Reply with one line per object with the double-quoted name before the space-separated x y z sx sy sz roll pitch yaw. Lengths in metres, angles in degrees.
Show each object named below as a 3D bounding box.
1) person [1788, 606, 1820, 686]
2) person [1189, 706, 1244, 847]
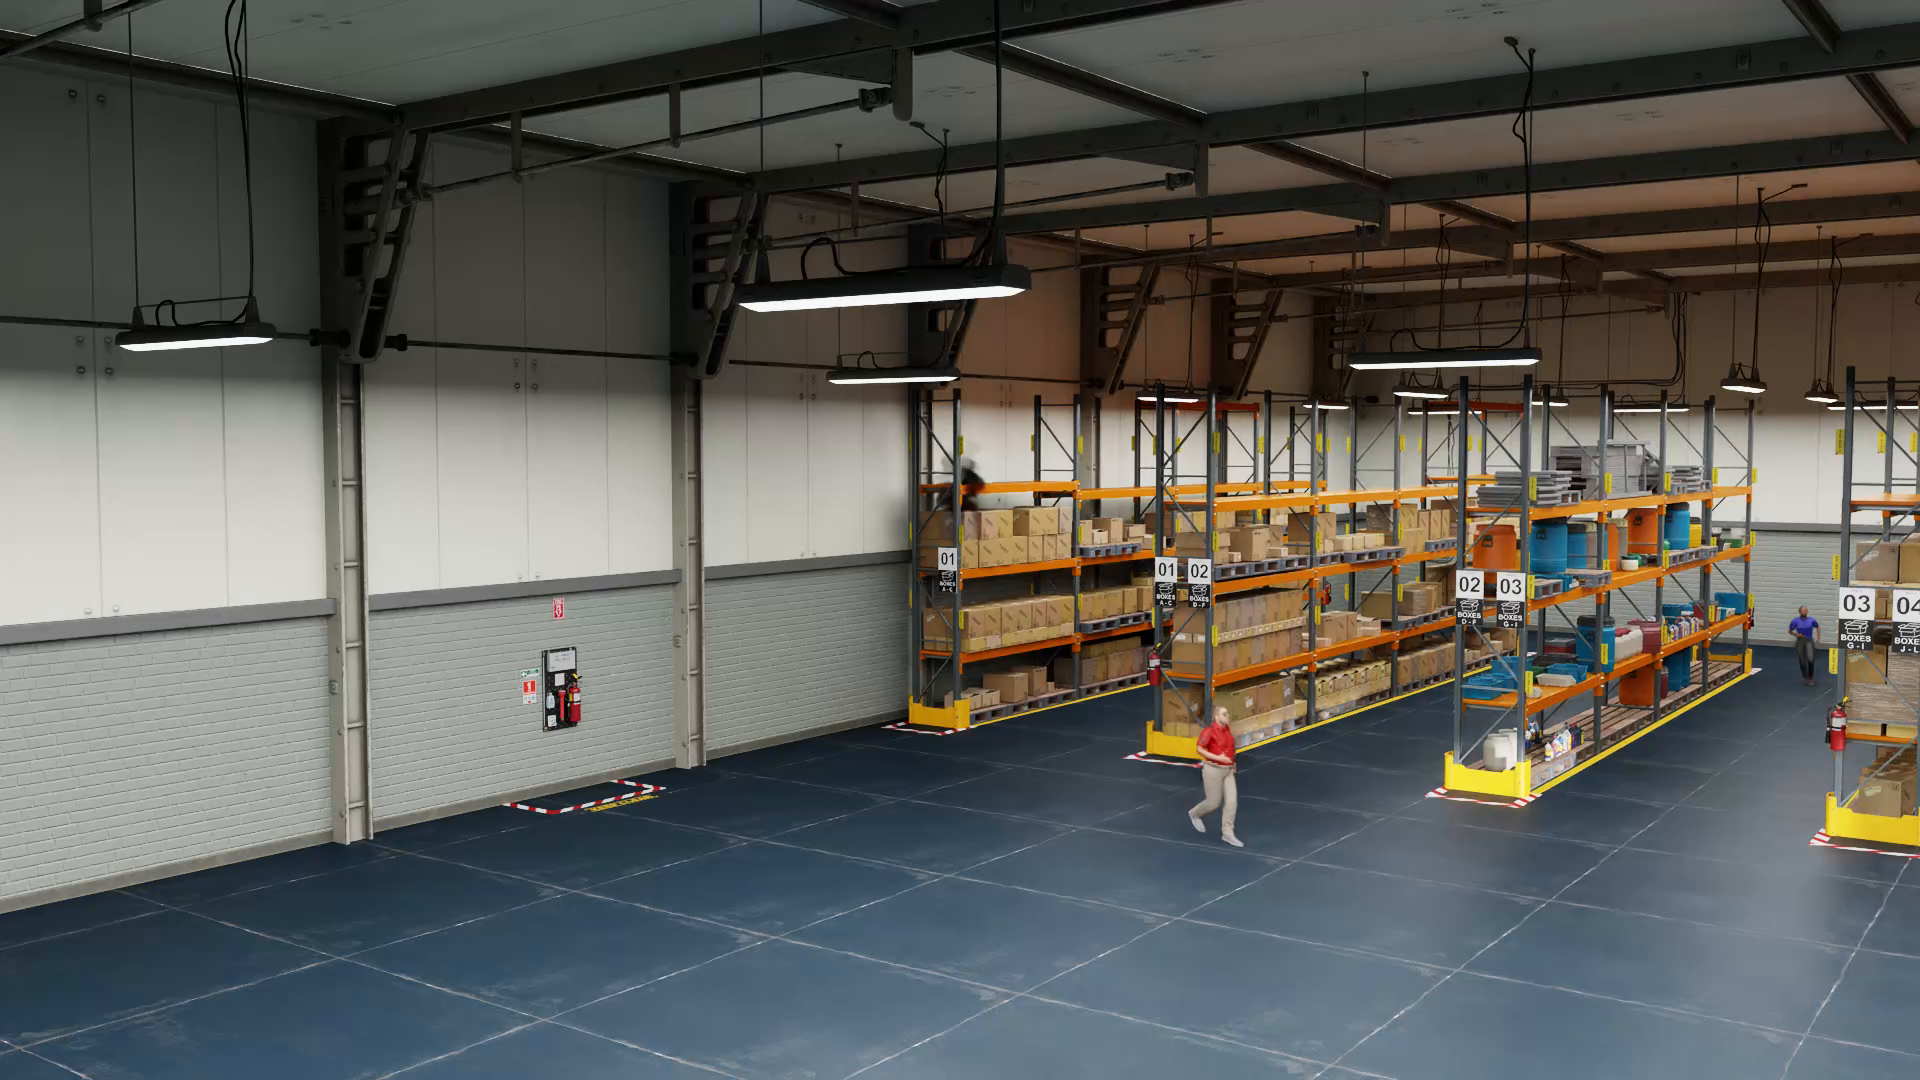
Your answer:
"person" 17.639 2.265 34.761 0.608 1.593 0.613 1 4 23
"person" 3.226 2.957 20.985 0.652 1.736 0.859 -3 4 -39
